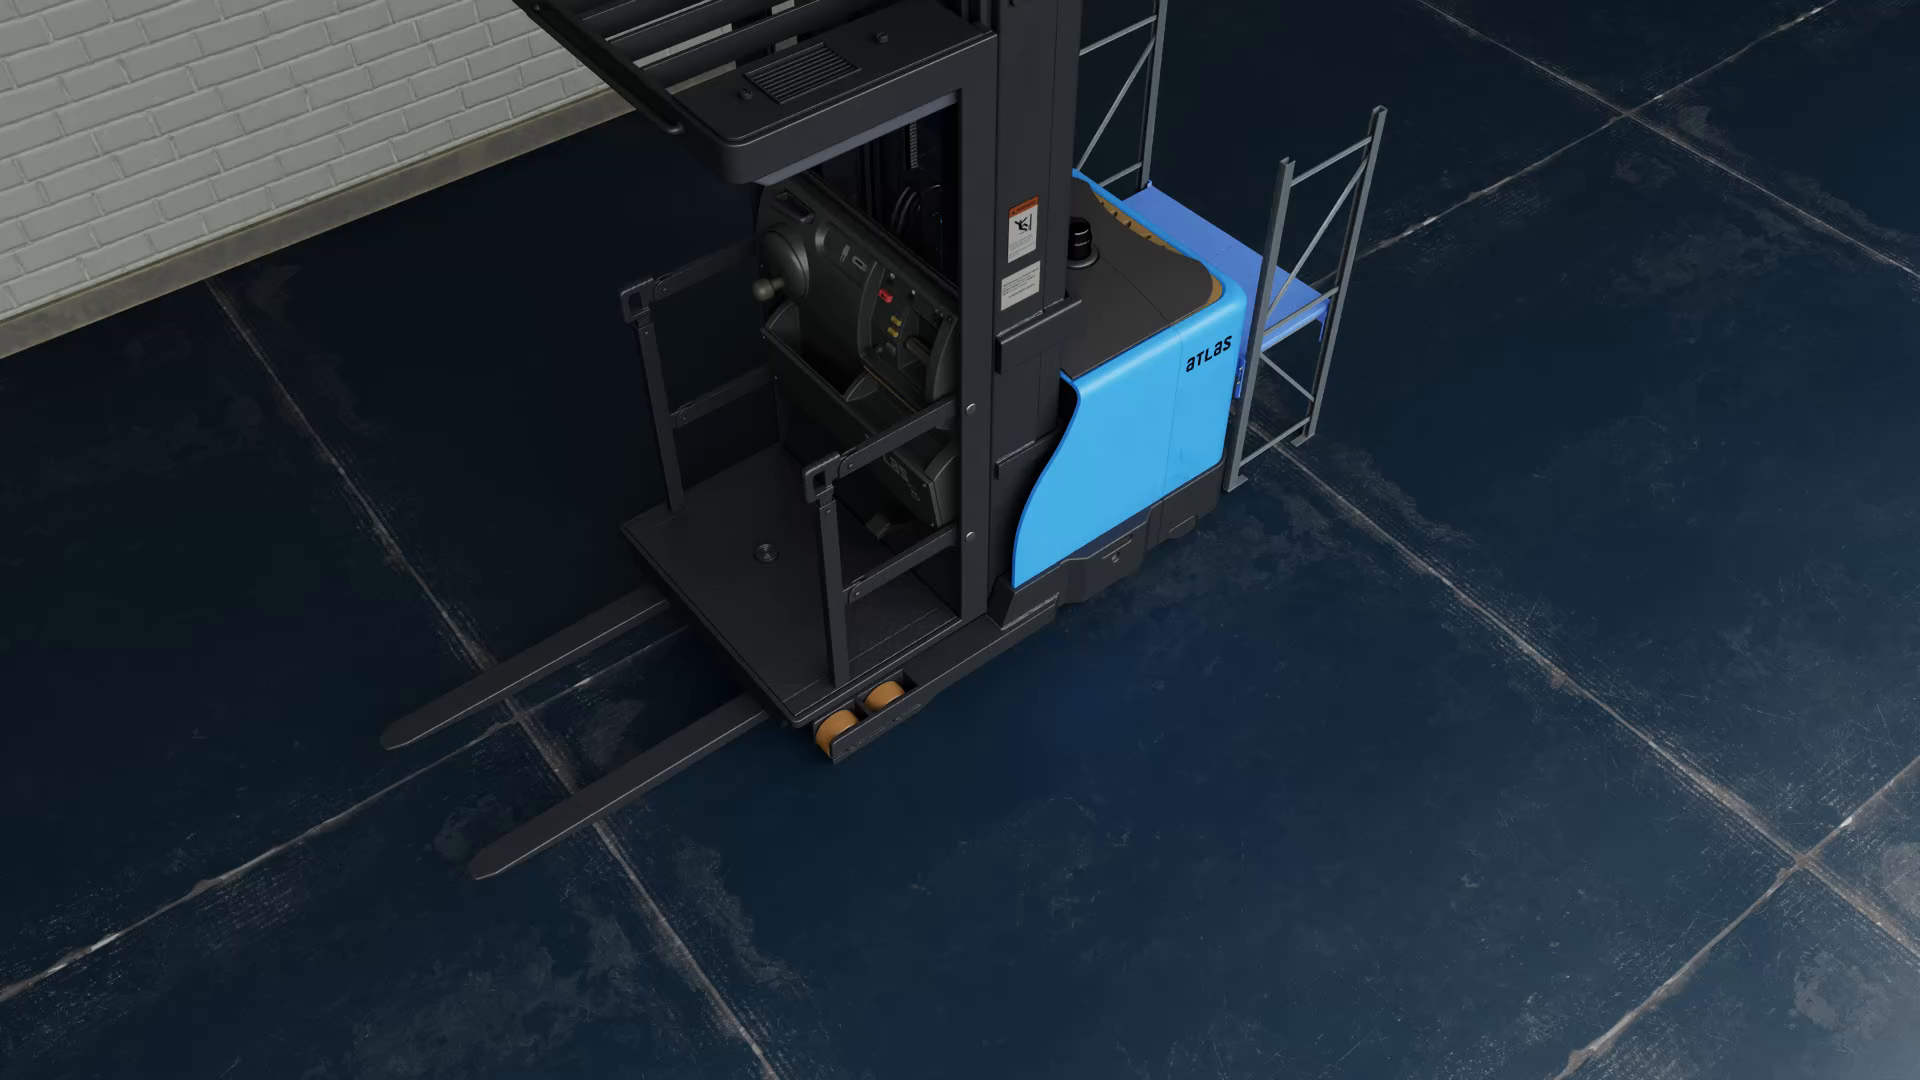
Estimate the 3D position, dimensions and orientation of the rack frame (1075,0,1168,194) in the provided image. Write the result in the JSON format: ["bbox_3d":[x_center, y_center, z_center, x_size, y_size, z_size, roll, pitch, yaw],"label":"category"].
[{"bbox_3d":[0.556,-1.388,6.493,0.500,1.500,0.032,-32,55,-26],"label":"rack frame"}]

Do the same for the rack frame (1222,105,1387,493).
[{"bbox_3d":[1.217,-0.815,5.974,0.500,1.500,0.032,-32,55,-26],"label":"rack frame"}]

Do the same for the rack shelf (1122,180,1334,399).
[{"bbox_3d":[0.886,-0.980,6.367,0.538,0.185,1.000,-32,55,-26],"label":"rack shelf"}]

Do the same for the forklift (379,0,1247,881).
[{"bbox_3d":[-0.487,-0.698,4.904,3.031,2.935,1.130,-30,55,-25],"label":"forklift"}]

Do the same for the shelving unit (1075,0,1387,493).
[{"bbox_3d":[0.887,-1.101,6.234,0.538,1.500,1.048,-32,55,-26],"label":"shelving unit"}]
